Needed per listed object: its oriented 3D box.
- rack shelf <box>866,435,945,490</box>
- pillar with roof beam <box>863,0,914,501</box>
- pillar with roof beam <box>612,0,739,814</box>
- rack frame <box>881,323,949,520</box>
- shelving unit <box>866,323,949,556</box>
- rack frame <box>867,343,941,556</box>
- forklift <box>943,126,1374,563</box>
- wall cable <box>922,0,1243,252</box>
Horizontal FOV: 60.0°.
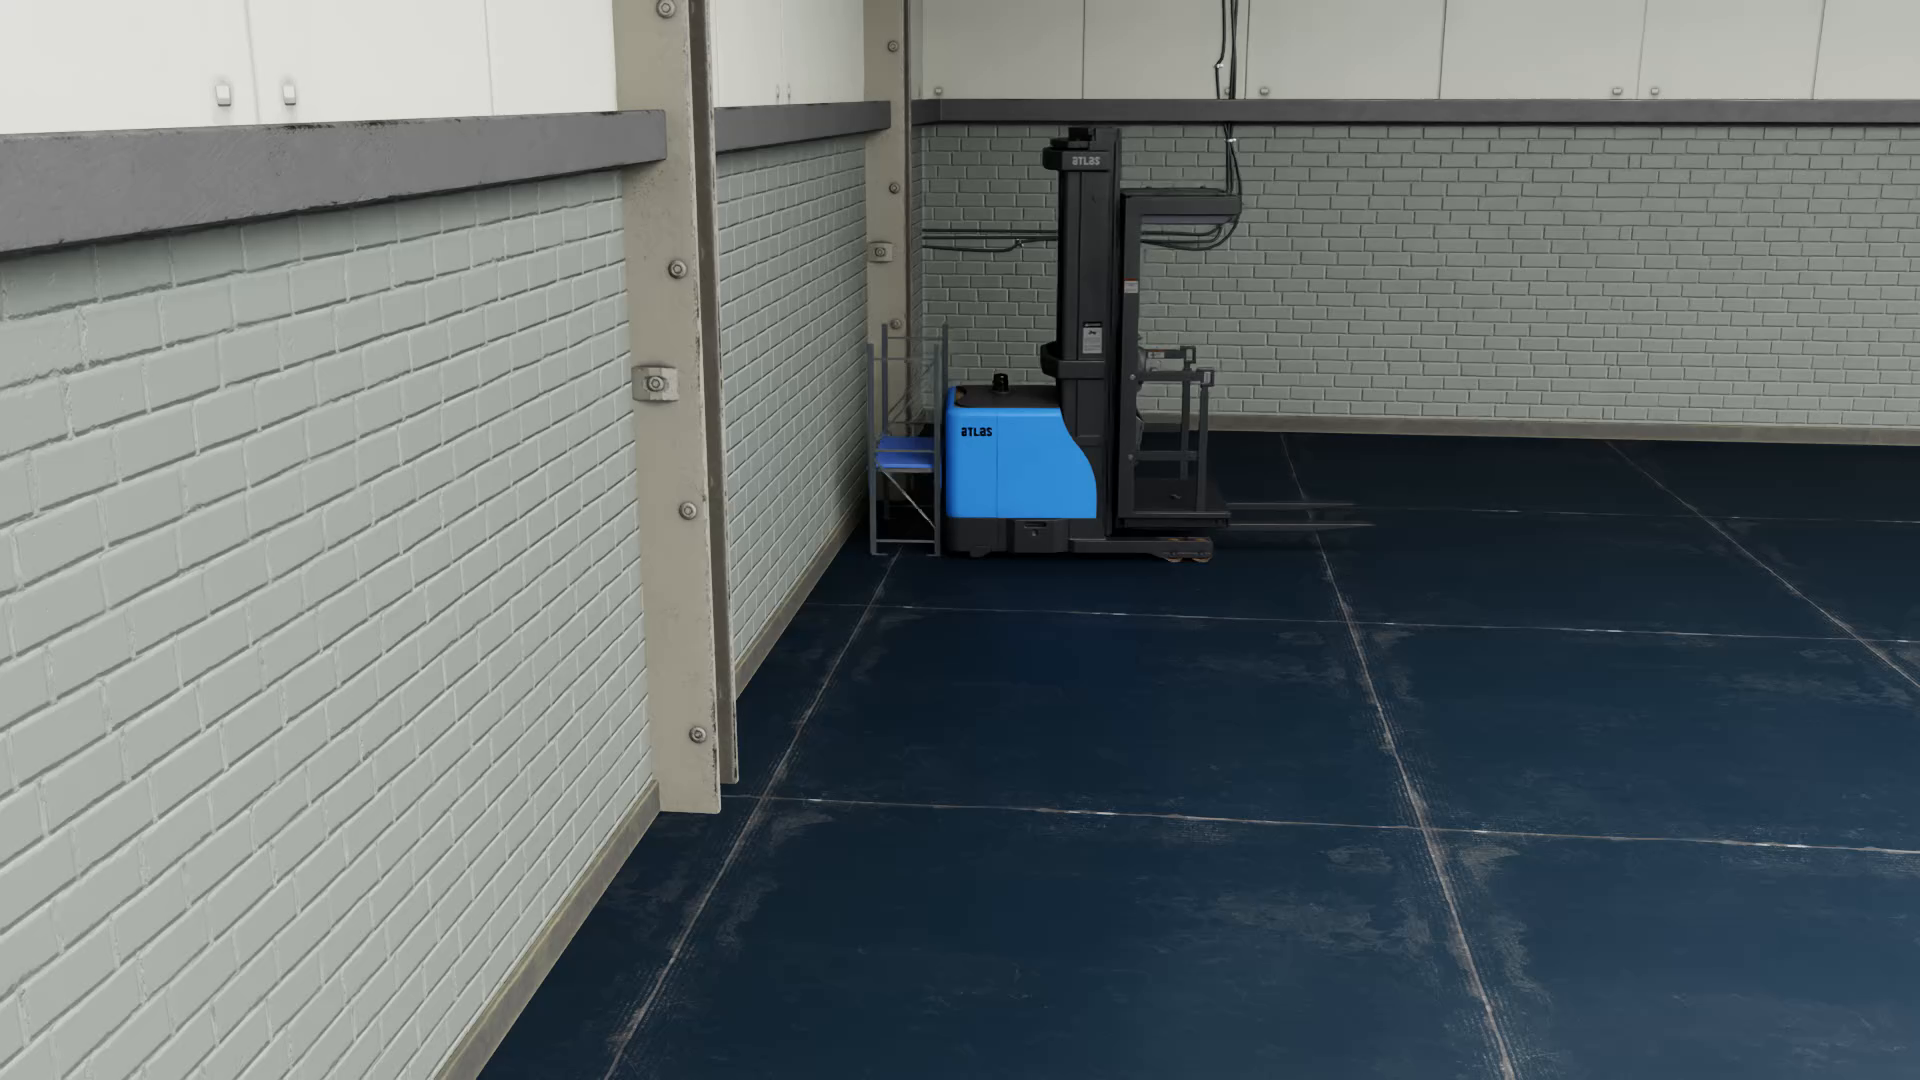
[{"bbox_3d":[-0.361,-0.575,12.105,0.538,0.185,1.000,1,15,3],"label":"rack shelf"},{"bbox_3d":[3.724,-4.585,11.879,9.100,9.000,0.400,2,15,6],"label":"pillar with roof beam"},{"bbox_3d":[3.047,-3.029,6.124,9.100,9.000,0.400,2,15,6],"label":"pillar with roof beam"},{"bbox_3d":[-0.336,-0.881,12.548,0.500,1.500,0.032,1,15,3],"label":"rack frame"},{"bbox_3d":[-0.361,-0.749,12.058,0.538,1.500,1.048,1,15,3],"label":"shelving unit"},{"bbox_3d":[-0.386,-0.616,11.568,0.500,1.500,0.032,1,15,3],"label":"rack frame"},{"bbox_3d":[1.404,-1.398,11.716,3.031,2.935,1.130,0,15,1],"label":"forklift"},{"bbox_3d":[1.093,-3.938,15.435,3.097,2.526,0.112,2,15,6],"label":"wall cable"}]
